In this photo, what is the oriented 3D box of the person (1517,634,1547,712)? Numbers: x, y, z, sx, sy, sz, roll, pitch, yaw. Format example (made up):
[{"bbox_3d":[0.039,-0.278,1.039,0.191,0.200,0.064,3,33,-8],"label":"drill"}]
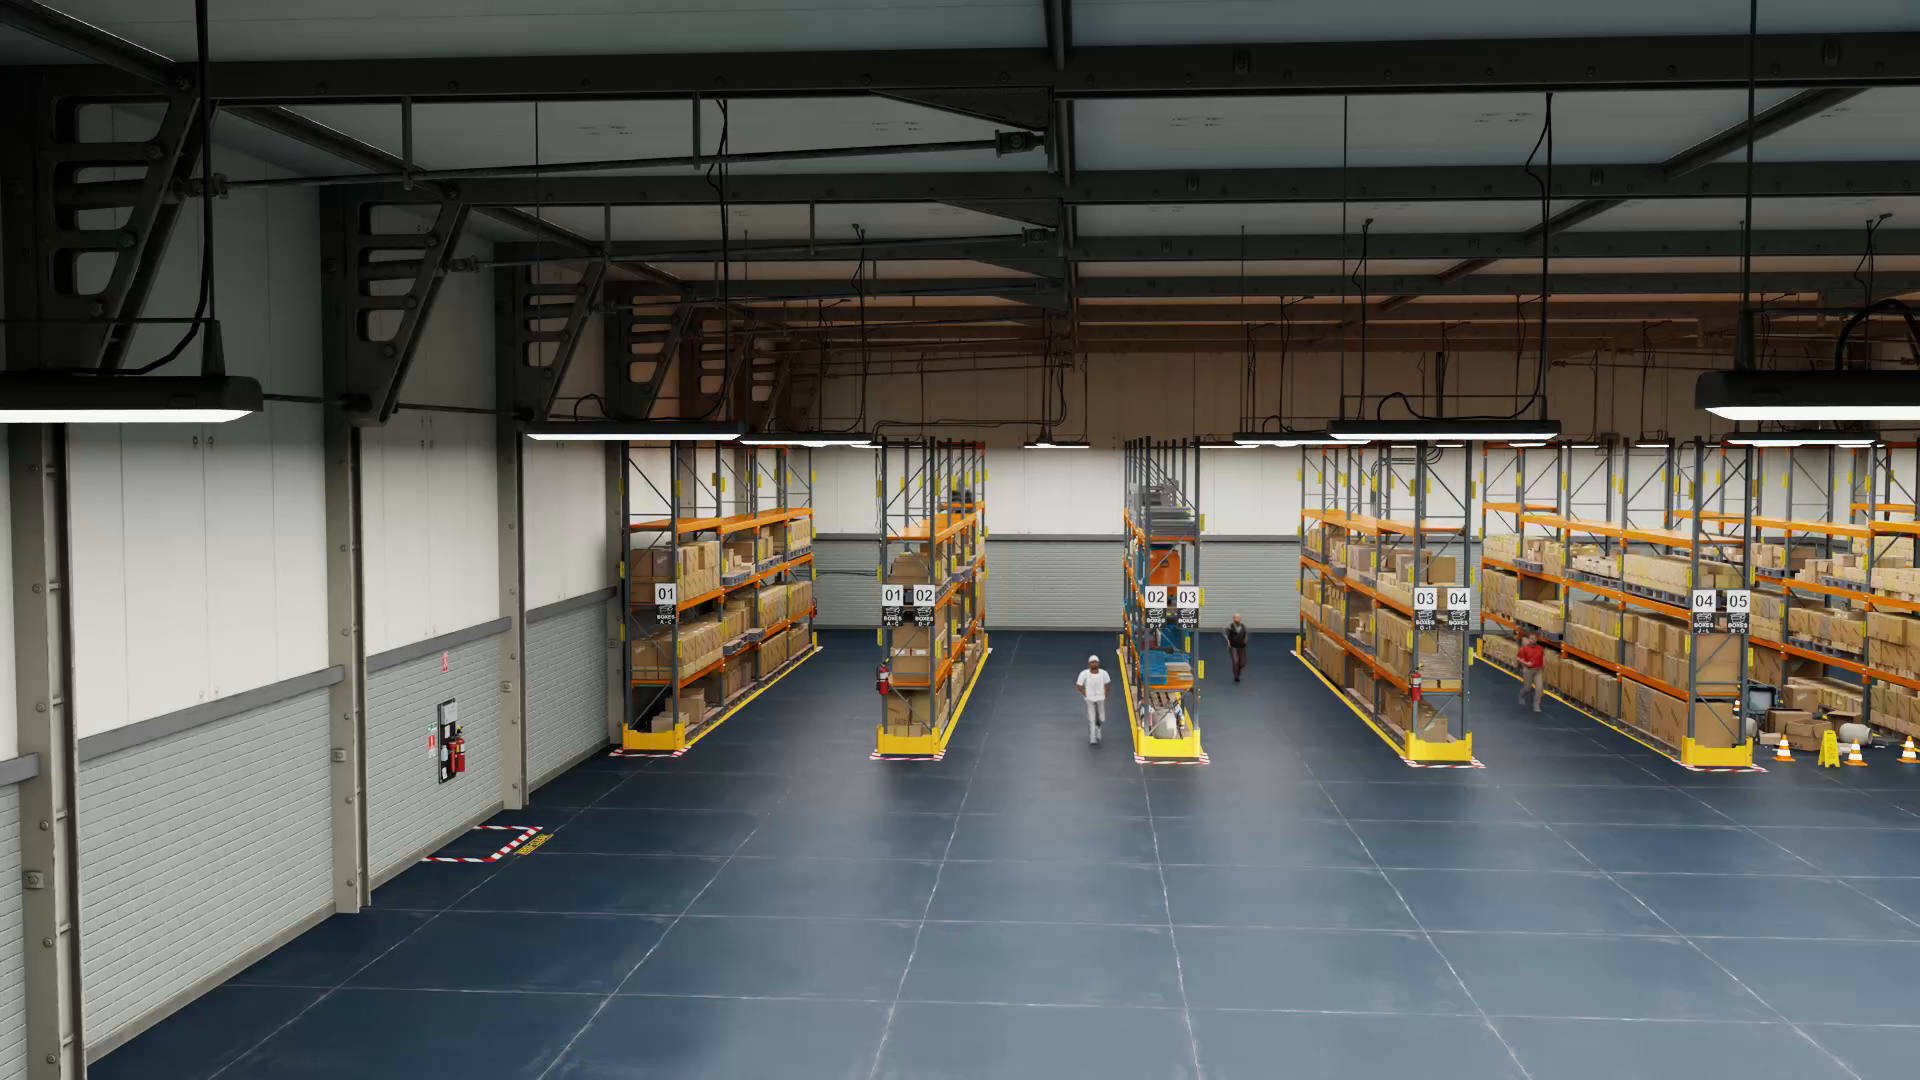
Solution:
[{"bbox_3d":[12.616,2.915,36.656,0.674,1.688,0.817,0,3,-3],"label":"person"}]

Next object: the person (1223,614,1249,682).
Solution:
[{"bbox_3d":[6.873,2.674,41.334,0.663,1.678,0.704,0,3,-3],"label":"person"}]

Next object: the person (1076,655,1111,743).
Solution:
[{"bbox_3d":[2.631,3.118,32.494,0.693,1.720,0.592,0,3,-4],"label":"person"}]
